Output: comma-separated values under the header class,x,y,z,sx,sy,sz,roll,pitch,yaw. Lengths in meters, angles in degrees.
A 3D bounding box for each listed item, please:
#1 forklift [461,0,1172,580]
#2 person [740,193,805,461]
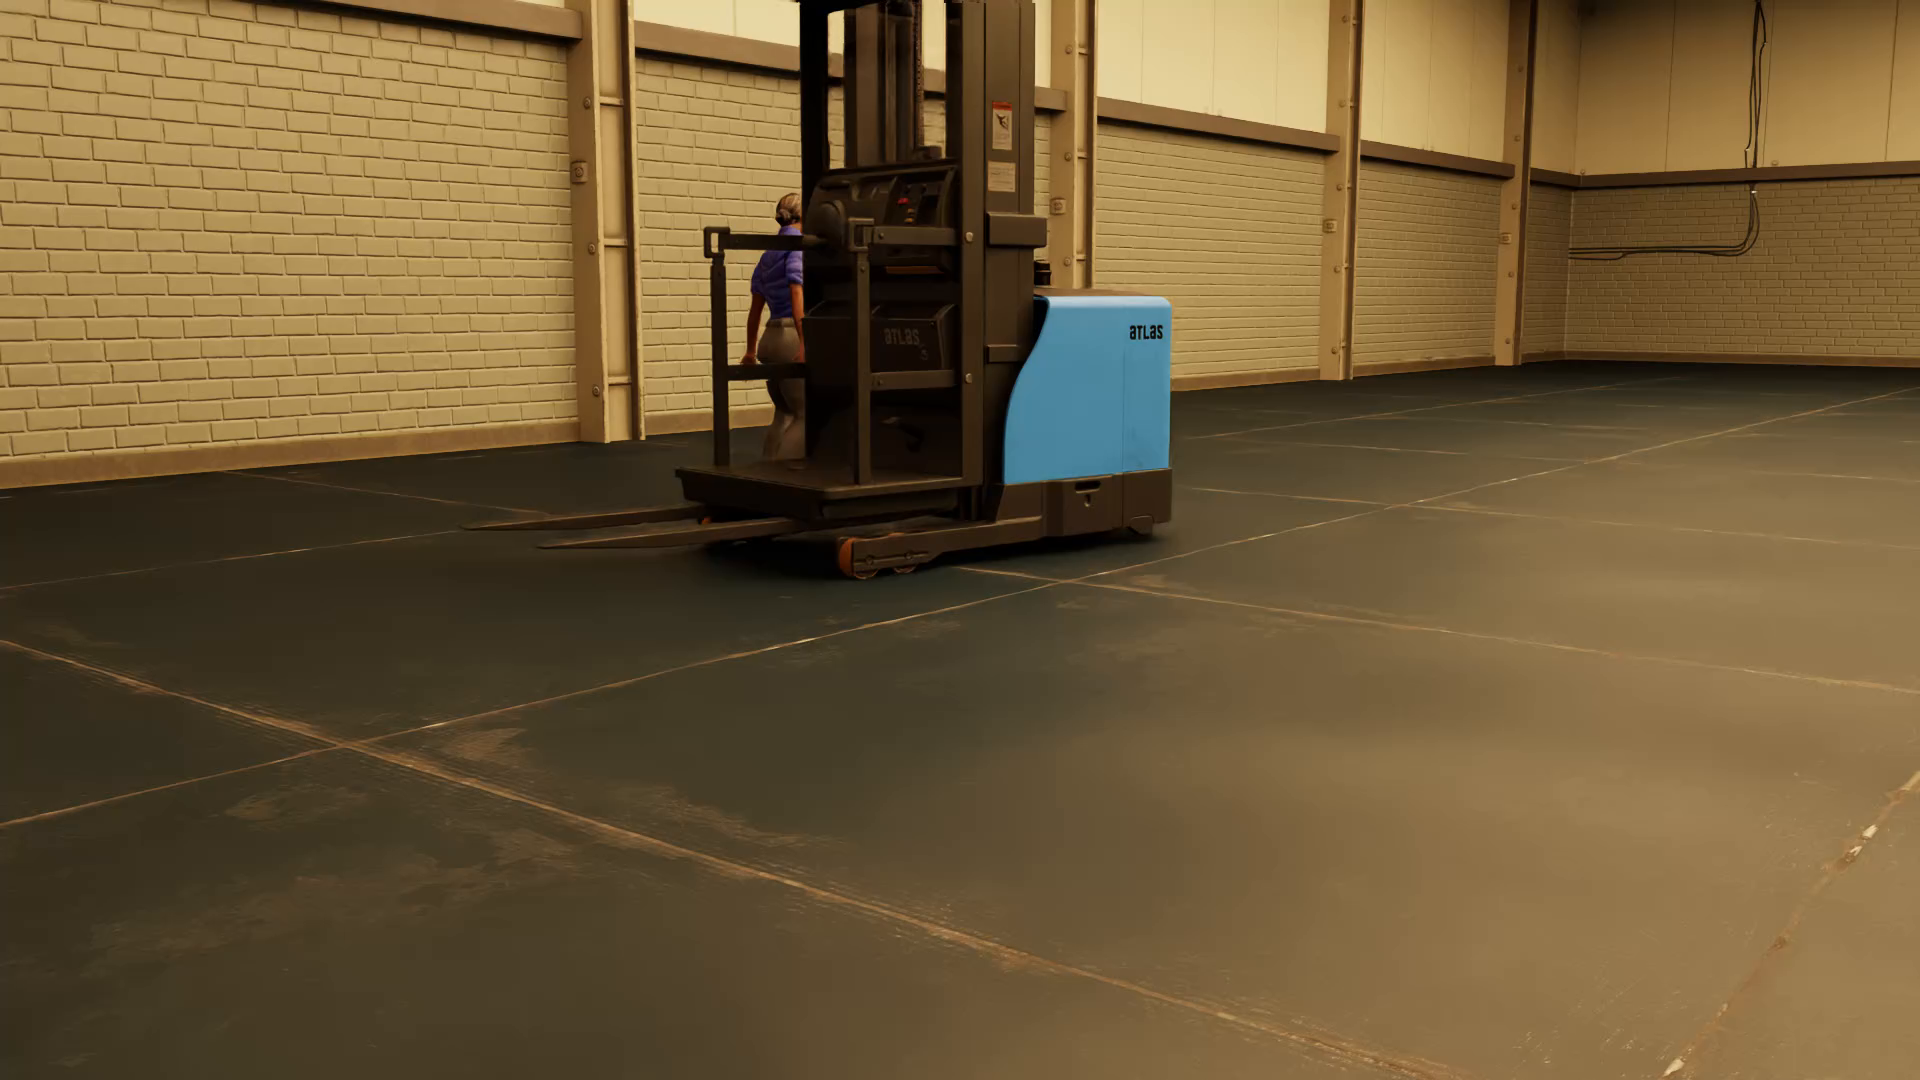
class,x,y,z,sx,sy,sz,roll,pitch,yaw
forklift,-0.494,-1.384,6.737,3.031,2.935,1.130,-7,11,-40
person,-0.917,-0.969,8.583,0.403,1.632,0.797,-4,9,-28
